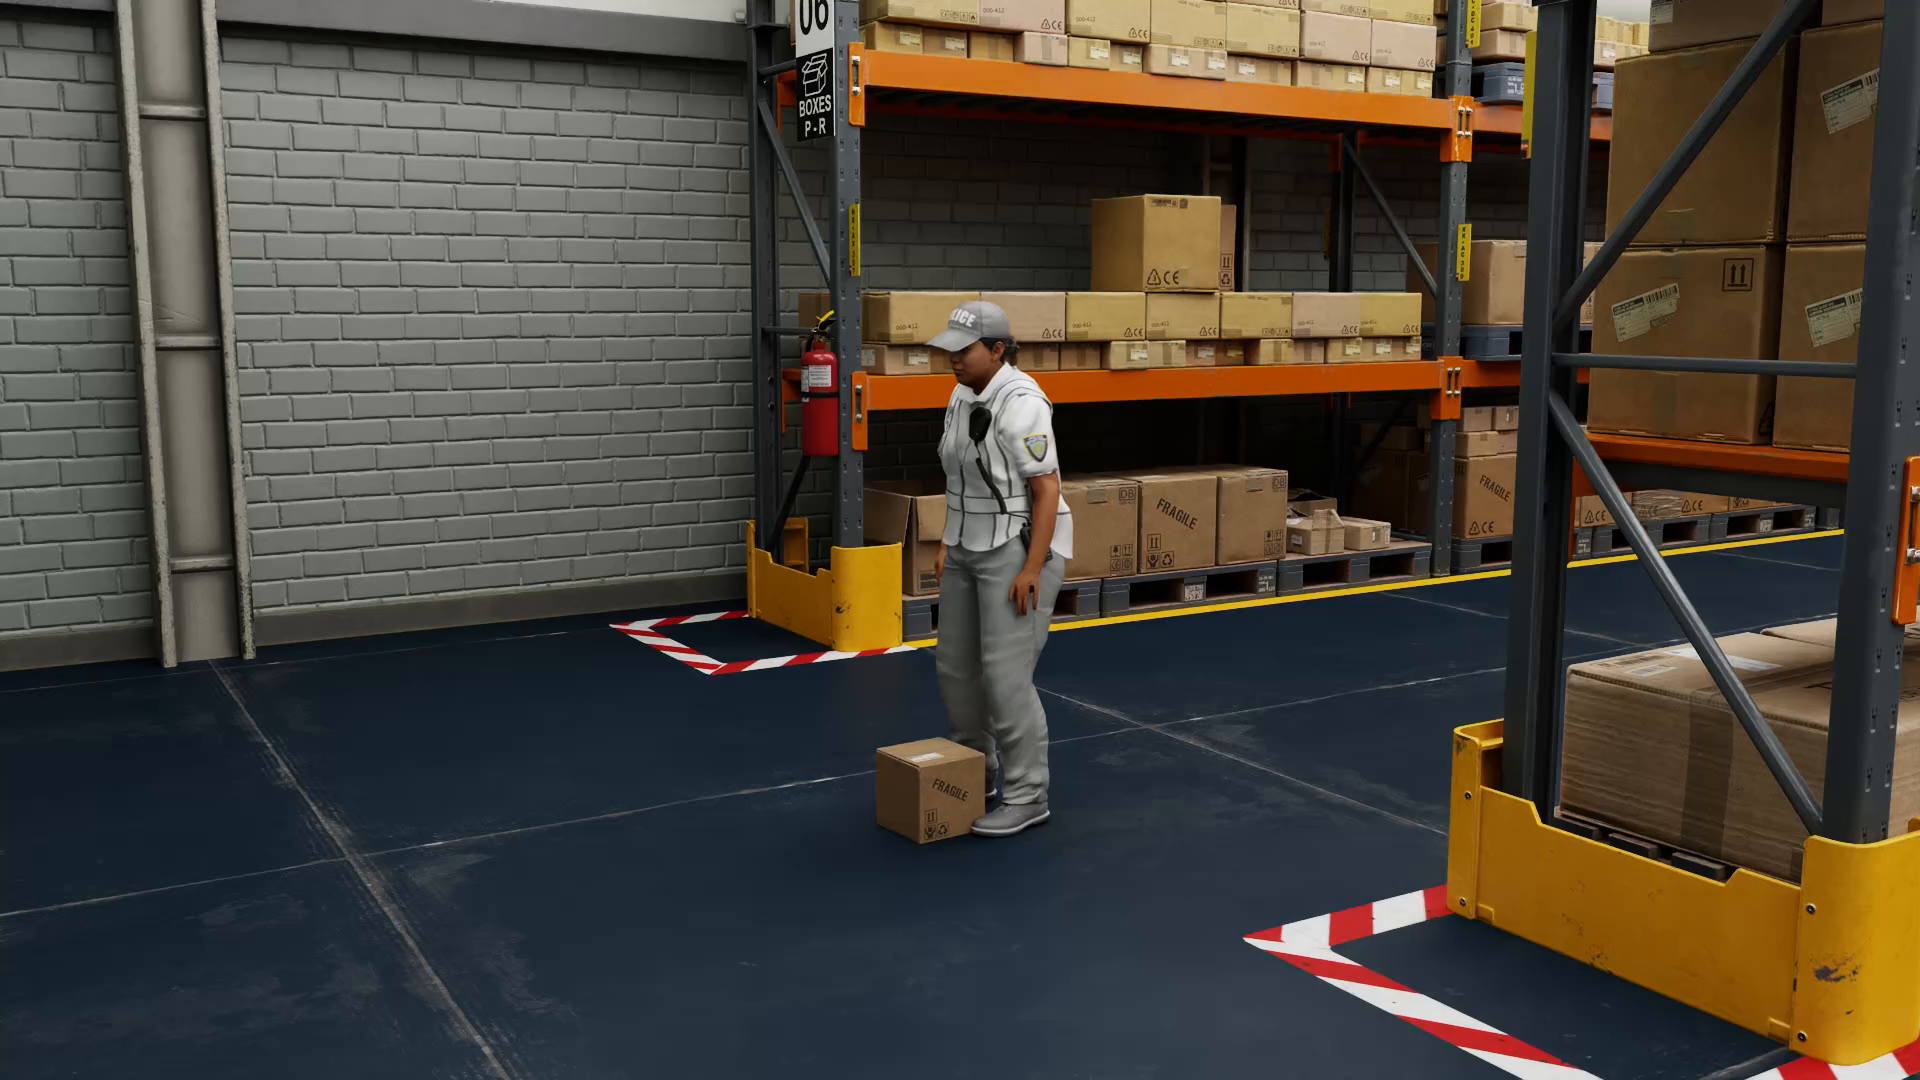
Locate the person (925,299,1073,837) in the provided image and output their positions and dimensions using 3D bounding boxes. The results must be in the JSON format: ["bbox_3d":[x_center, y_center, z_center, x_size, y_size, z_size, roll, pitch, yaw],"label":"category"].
[{"bbox_3d":[0.090,0.075,5.289,0.472,1.666,0.552,-5,10,-32],"label":"person"}]
